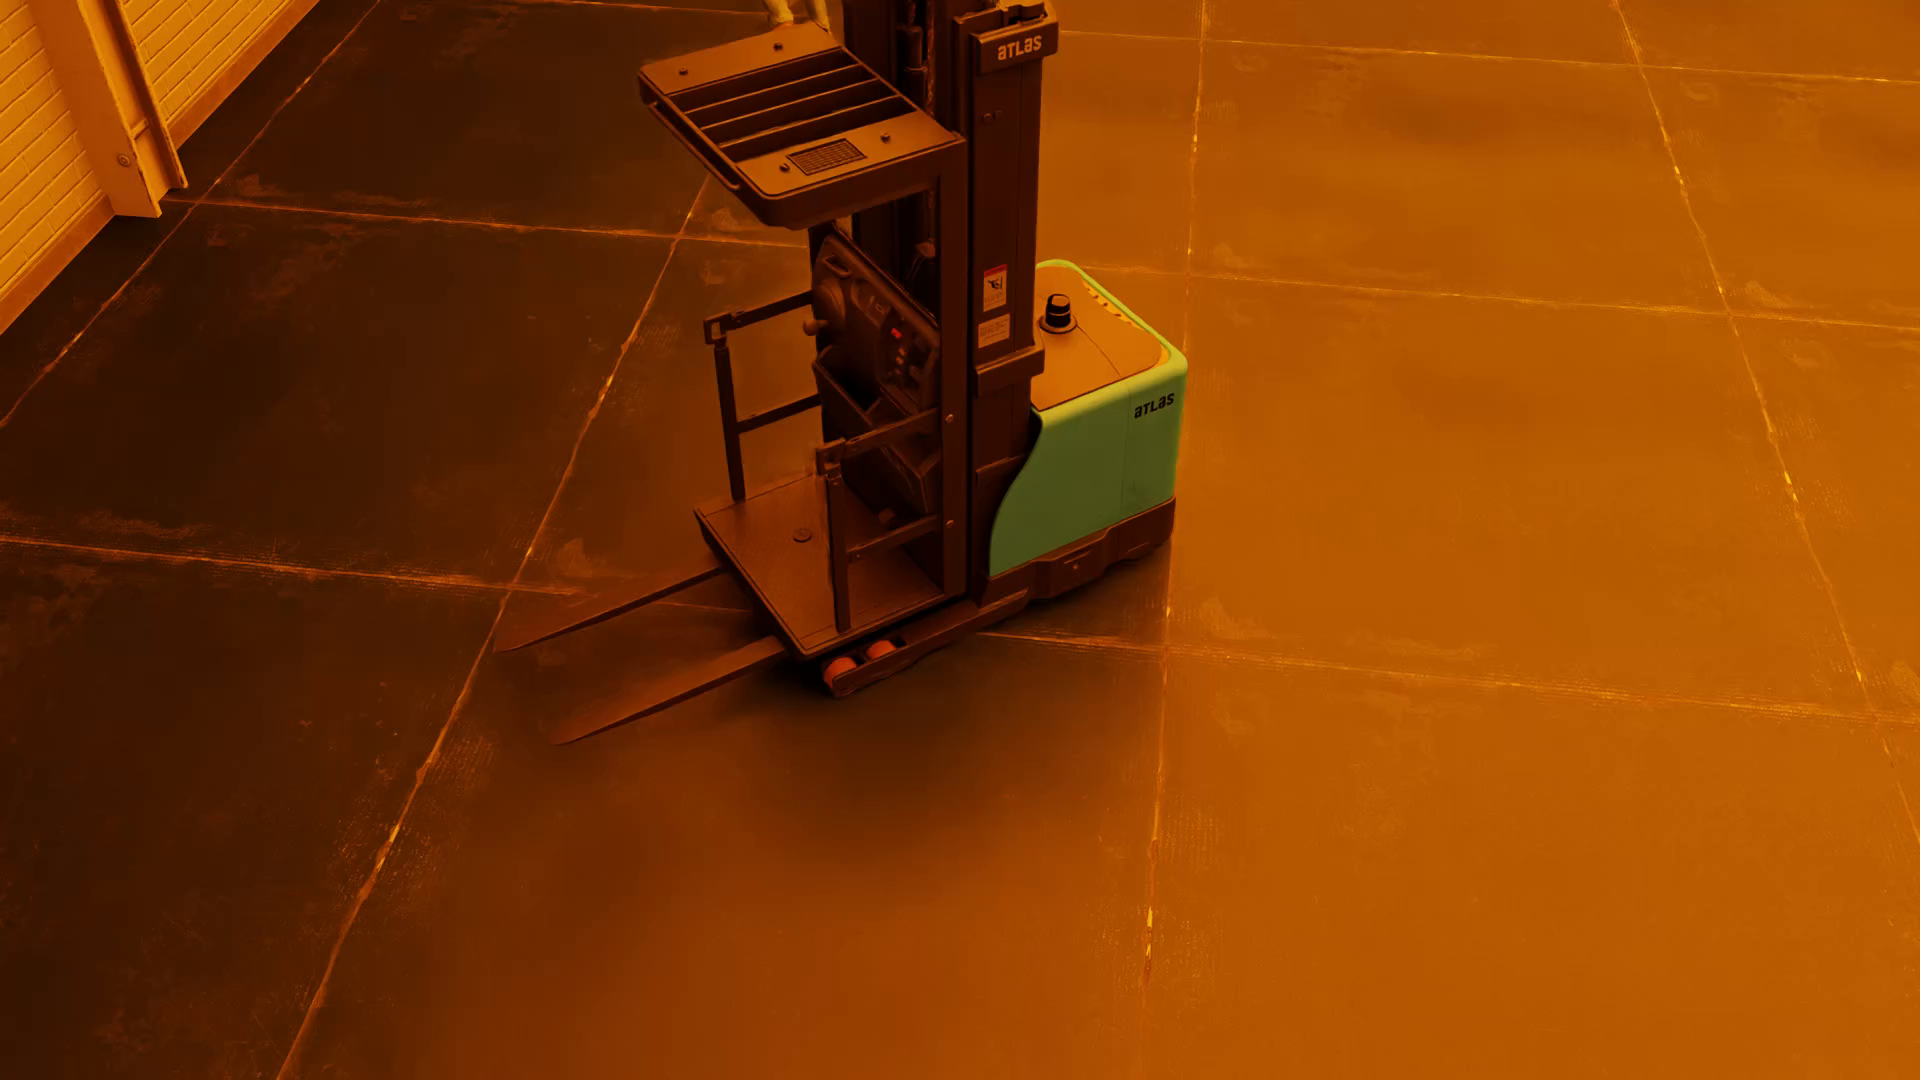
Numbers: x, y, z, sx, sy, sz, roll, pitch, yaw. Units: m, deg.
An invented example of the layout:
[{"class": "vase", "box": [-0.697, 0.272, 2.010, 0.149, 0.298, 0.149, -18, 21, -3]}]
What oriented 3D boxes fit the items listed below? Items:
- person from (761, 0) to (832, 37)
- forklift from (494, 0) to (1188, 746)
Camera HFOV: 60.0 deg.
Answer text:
[{"class": "person", "box": [-1.122, -4.119, 11.153, 0.638, 1.662, 0.848, 32, 51, 30]}, {"class": "forklift", "box": [-0.523, -0.820, 6.617, 3.031, 2.935, 1.130, -23, 47, -23]}]
